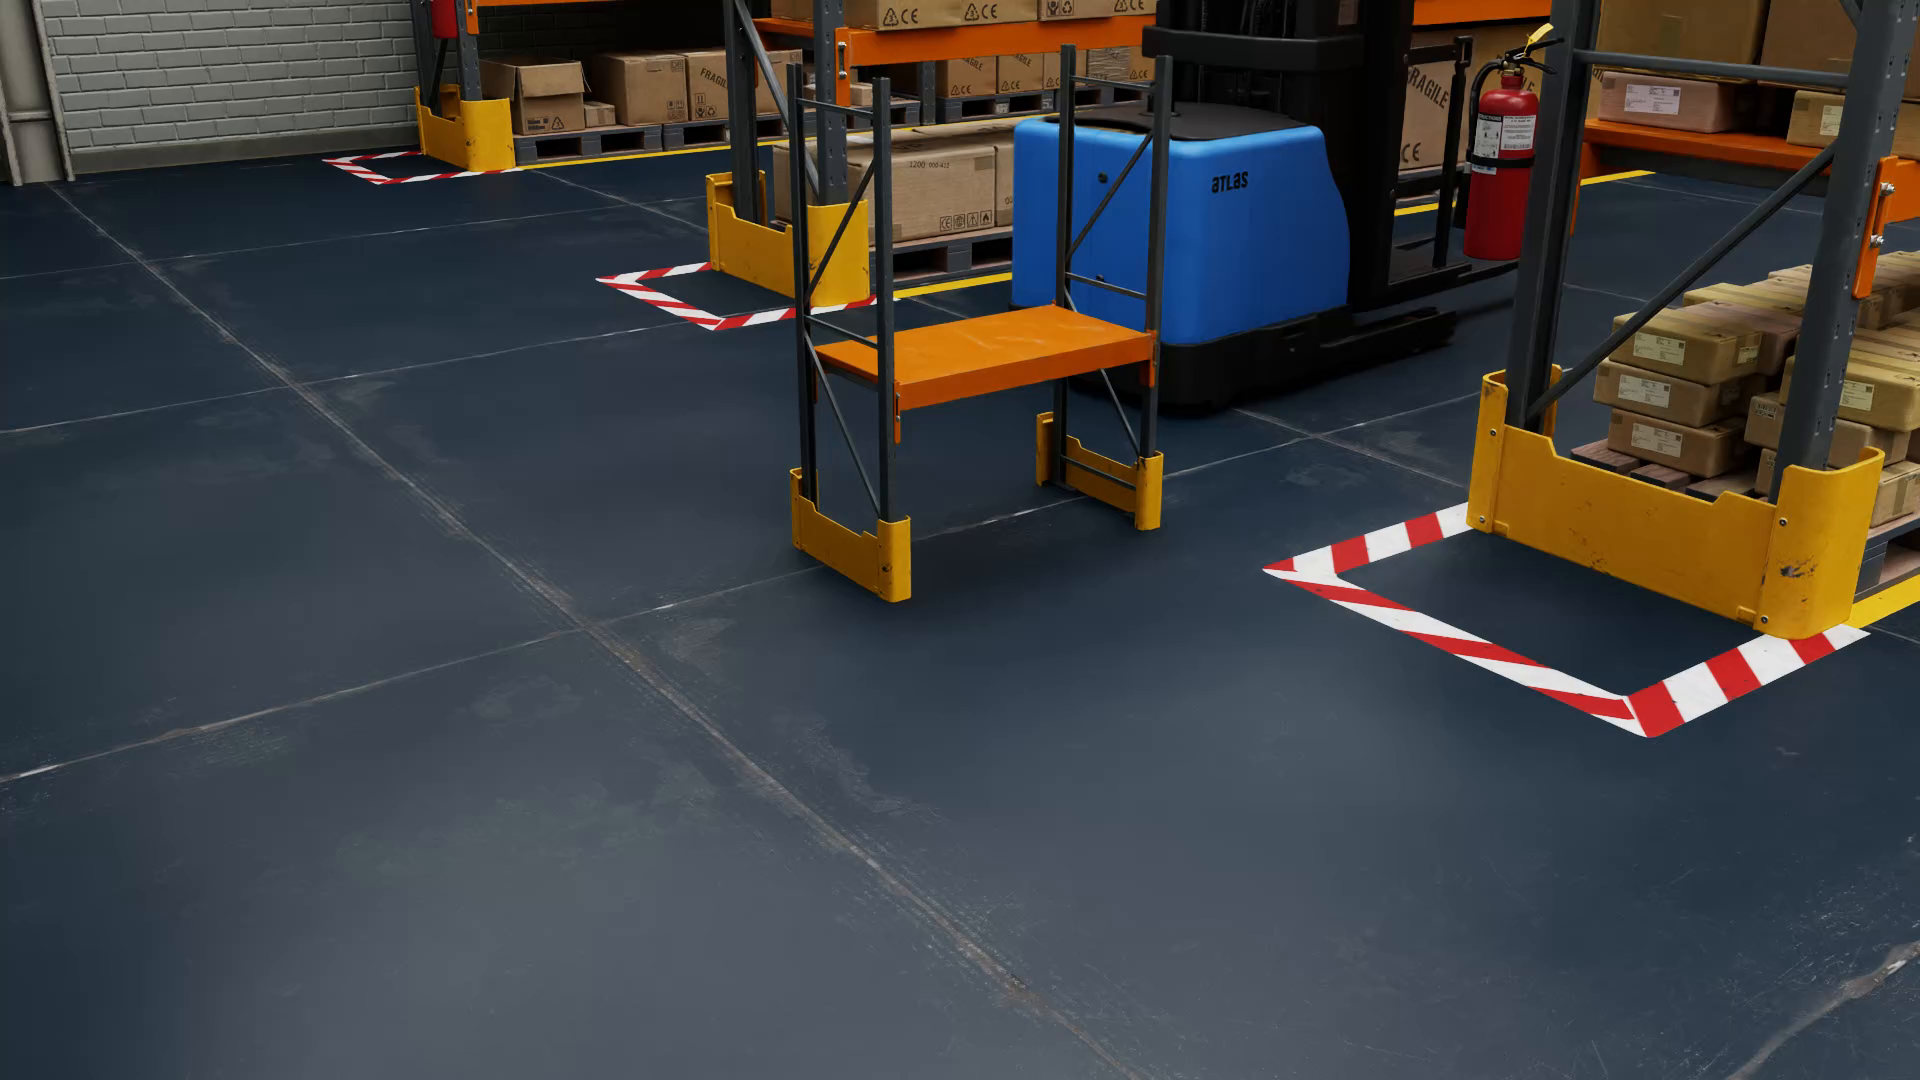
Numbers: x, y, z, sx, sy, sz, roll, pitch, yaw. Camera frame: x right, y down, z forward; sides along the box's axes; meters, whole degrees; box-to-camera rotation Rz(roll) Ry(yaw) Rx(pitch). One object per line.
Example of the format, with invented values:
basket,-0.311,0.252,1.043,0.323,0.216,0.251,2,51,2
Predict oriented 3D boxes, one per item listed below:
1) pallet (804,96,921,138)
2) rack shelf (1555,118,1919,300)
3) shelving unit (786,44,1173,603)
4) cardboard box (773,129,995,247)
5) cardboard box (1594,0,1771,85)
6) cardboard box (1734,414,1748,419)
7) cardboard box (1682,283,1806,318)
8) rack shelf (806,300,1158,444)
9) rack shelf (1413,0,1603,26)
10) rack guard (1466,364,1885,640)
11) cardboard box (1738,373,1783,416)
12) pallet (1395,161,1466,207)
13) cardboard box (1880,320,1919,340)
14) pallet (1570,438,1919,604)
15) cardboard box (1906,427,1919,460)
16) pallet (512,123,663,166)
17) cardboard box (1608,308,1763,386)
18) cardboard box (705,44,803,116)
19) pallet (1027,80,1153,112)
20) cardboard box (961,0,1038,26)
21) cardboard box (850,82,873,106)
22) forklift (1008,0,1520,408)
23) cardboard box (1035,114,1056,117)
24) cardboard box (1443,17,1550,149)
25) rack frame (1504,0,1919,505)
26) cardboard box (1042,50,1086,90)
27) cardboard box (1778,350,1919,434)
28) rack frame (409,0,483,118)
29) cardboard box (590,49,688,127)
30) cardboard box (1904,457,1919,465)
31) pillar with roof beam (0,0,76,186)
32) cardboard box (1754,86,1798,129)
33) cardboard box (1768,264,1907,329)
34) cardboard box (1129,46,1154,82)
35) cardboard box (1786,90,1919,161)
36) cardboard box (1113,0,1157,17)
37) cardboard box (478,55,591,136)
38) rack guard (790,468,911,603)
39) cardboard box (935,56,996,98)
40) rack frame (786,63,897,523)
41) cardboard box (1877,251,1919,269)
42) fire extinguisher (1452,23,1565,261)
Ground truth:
pallet,-1.109,-3.679,14.331,1.213,0.211,1.003,-15,26,-33
rack shelf,3.701,-1.396,5.817,4.000,0.370,1.077,-15,26,-33
shelving unit,0.062,-0.713,5.160,1.083,1.500,0.587,-15,26,-33
cardboard box,-0.419,-1.942,9.107,0.875,0.438,0.875,-16,27,-35
cardboard box,2.292,-1.656,4.963,0.500,0.500,0.500,-14,26,-32
cardboard box,2.532,-0.431,5.708,0.250,0.149,0.380,-14,26,-31
cardboard box,2.732,-0.766,5.747,0.250,0.149,0.380,-16,27,-34
rack shelf,0.069,-0.548,5.231,1.000,0.185,0.538,-15,26,-33
rack shelf,3.975,-3.729,11.664,4.000,0.370,1.077,-15,26,-33
rack guard,2.139,-0.152,5.103,0.348,0.500,1.175,-15,26,-33
cardboard box,2.582,-0.546,5.597,0.250,0.149,0.380,-16,27,-34
pallet,2.933,-2.525,11.438,1.213,0.211,1.003,-15,26,-33
cardboard box,3.134,-0.567,5.248,0.250,0.149,0.380,-15,26,-33
pallet,2.819,-0.183,5.571,1.213,0.211,1.003,-15,26,-33
cardboard box,2.908,-0.384,5.191,0.250,0.149,0.380,-15,26,-33
pallet,-3.089,-3.151,13.008,1.213,0.211,1.003,-15,26,-33
cardboard box,2.359,-0.635,5.417,0.250,0.149,0.380,-15,26,-32
cardboard box,-1.687,-3.793,13.660,0.500,0.500,0.700,-16,27,-35
pallet,1.078,-4.280,15.838,1.213,0.211,1.003,-15,26,-33
cardboard box,0.056,-2.946,8.597,0.500,0.500,0.500,-15,26,-34
cardboard box,-0.832,-3.784,14.113,0.250,0.149,0.380,-16,27,-34
forklift,1.636,-2.329,7.278,3.031,2.935,1.130,-19,28,-39
cardboard box,1.052,-2.337,10.097,0.875,0.438,0.875,-16,27,-34
cardboard box,3.536,-3.194,11.654,0.875,0.875,0.875,-14,26,-31
rack frame,2.077,-1.297,4.599,0.127,3.000,1.000,-15,26,-33
cardboard box,0.807,-4.418,15.228,0.500,0.500,0.500,-16,27,-34
cardboard box,2.701,-0.455,4.967,0.250,0.149,0.380,-16,27,-35
rack frame,-3.798,-4.257,12.016,0.127,3.000,1.000,-15,26,-33
cardboard box,-2.529,-3.568,13.097,0.500,0.500,0.700,-14,26,-31
cardboard box,2.854,-0.266,5.296,0.250,0.149,0.380,-15,26,-33
pillar with roof beam,-3.999,-5.435,6.876,0.400,9.000,9.100,-15,26,-33
cardboard box,2.400,-1.378,5.142,0.250,0.149,0.380,-15,26,-33
cardboard box,3.165,-0.878,6.027,0.250,0.149,0.380,-14,26,-31
cardboard box,1.643,-4.647,15.800,0.500,0.500,0.500,-14,25,-31
cardboard box,2.531,-1.152,4.574,0.250,0.149,0.380,-15,26,-33
cardboard box,0.876,-3.164,9.144,0.500,0.500,0.500,-14,26,-31
cardboard box,-3.246,-3.396,12.662,0.637,0.503,0.797,-16,27,-35
rack guard,-0.342,-0.025,5.121,0.087,0.250,0.587,-15,26,-33
cardboard box,-0.027,-4.194,14.664,0.500,0.500,0.500,-14,25,-31
rack frame,-0.343,-0.605,4.889,0.032,1.500,0.500,-15,26,-33
cardboard box,3.640,-0.967,6.250,0.250,0.149,0.380,-15,26,-33
fire extinguisher,1.603,-1.172,4.894,0.183,0.674,0.296,-15,26,-33
